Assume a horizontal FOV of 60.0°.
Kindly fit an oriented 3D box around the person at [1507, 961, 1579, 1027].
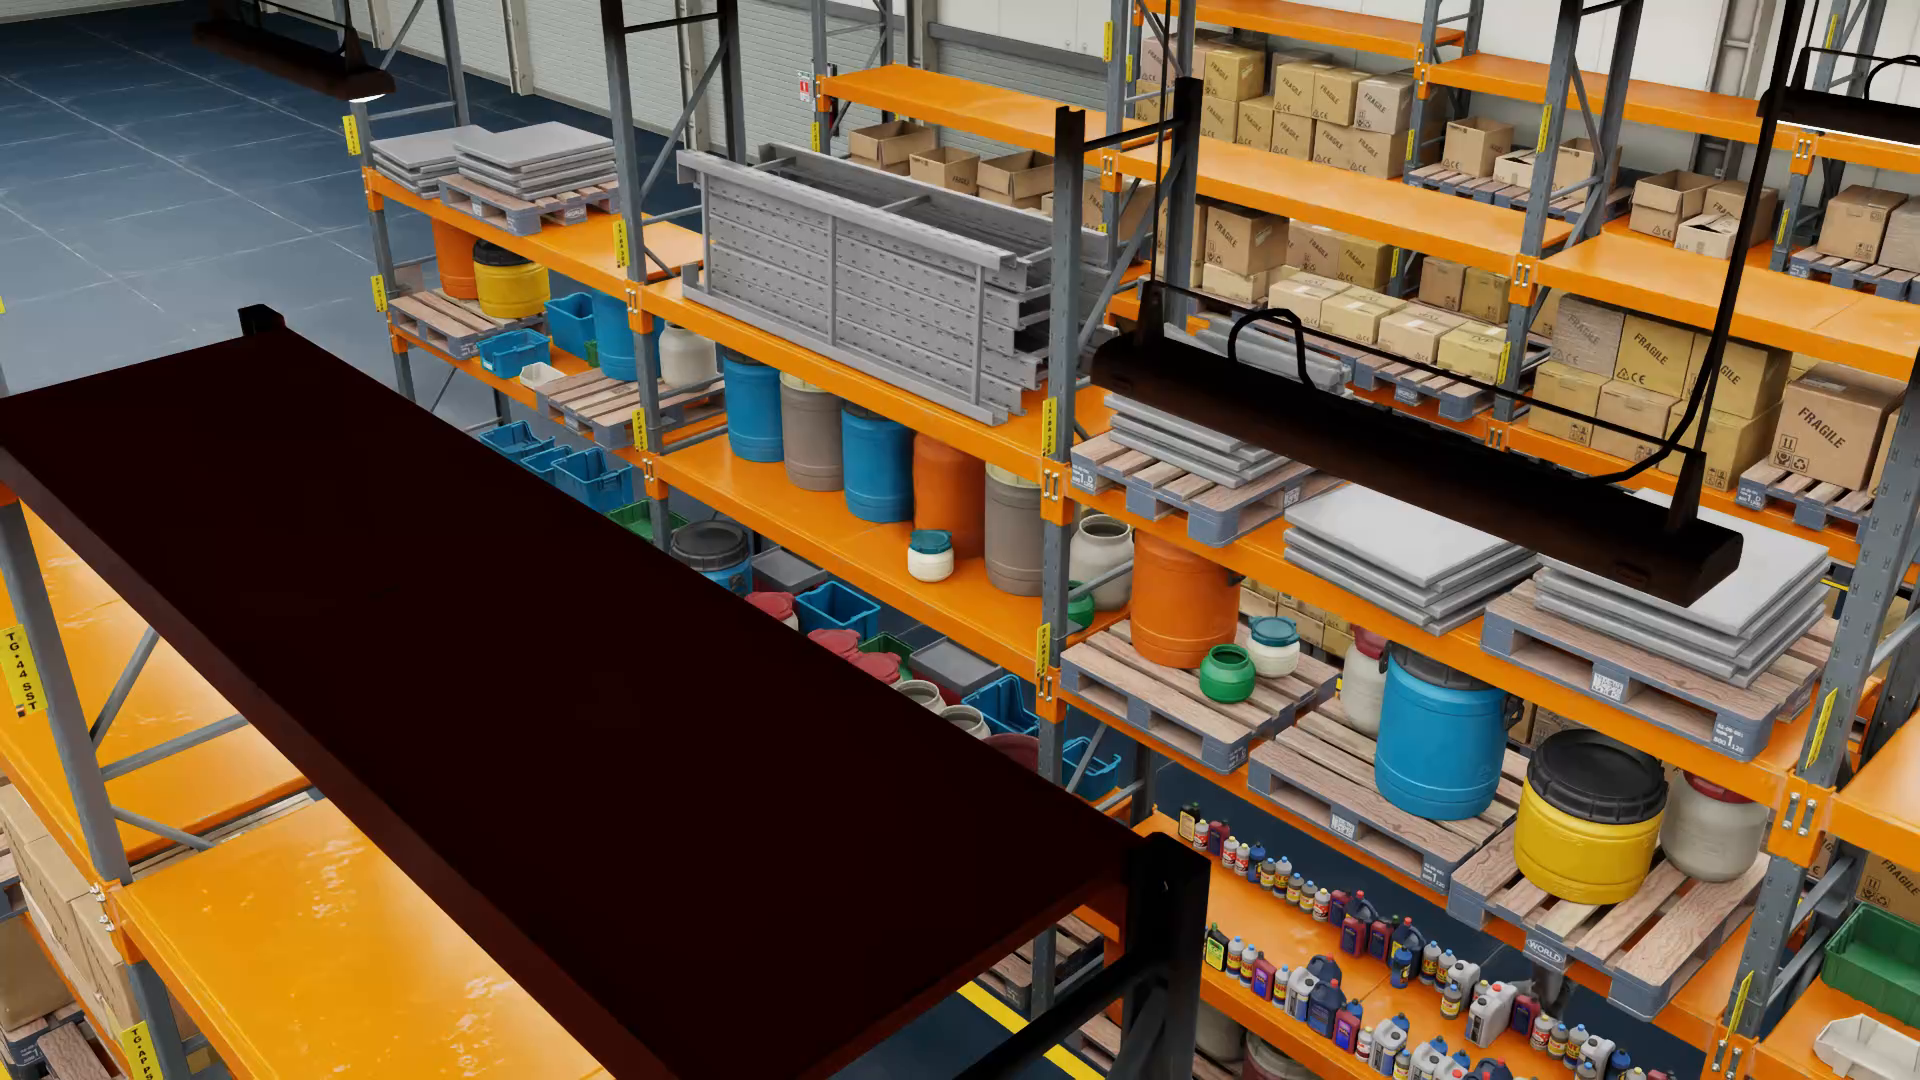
[{"bbox_3d":[3.798,2.435,10.450,0.567,1.774,0.451,-9,29,-16],"label":"person"}]
